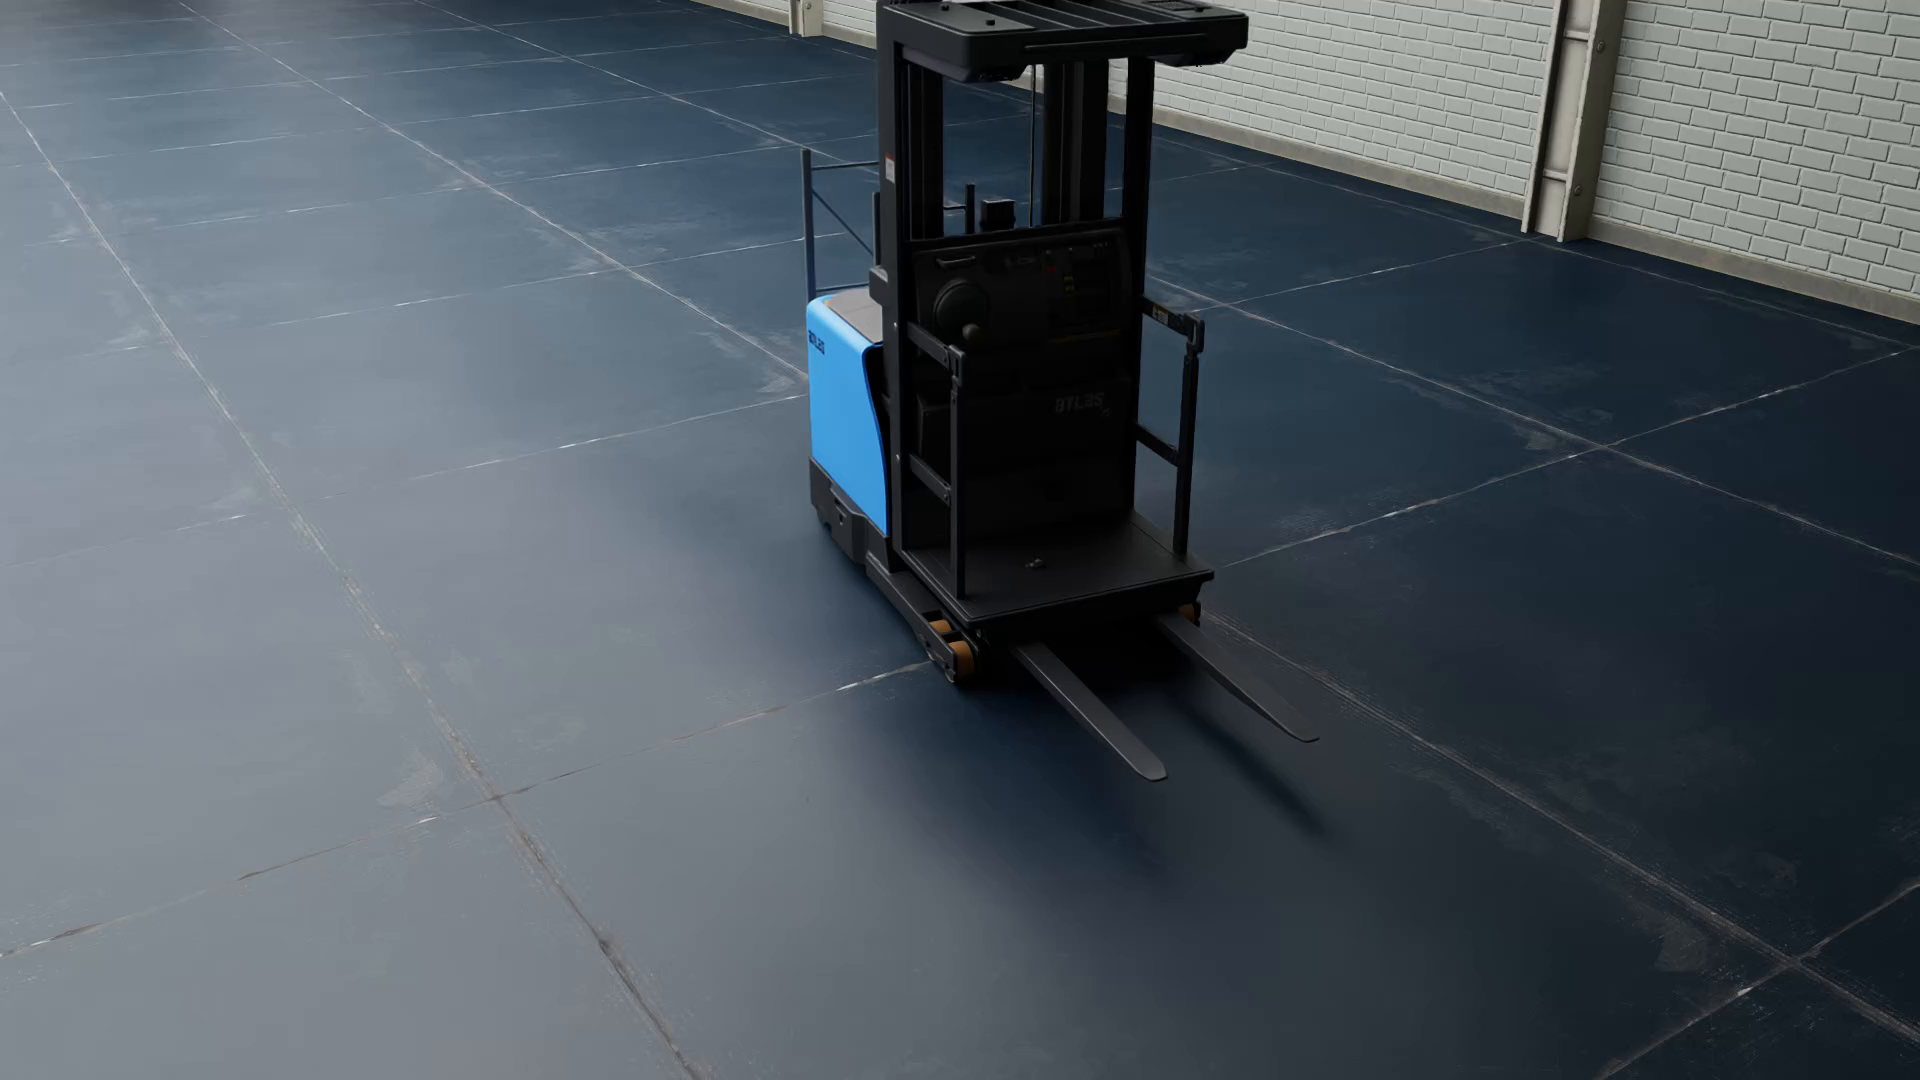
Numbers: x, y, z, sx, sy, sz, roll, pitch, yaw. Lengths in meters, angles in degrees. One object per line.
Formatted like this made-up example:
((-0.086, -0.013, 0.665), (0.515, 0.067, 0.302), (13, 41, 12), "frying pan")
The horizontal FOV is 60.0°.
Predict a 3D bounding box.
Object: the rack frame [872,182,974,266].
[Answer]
((-0.168, -0.949, 8.003), (0.500, 1.500, 0.032), (-11, 27, -21), "rack frame")

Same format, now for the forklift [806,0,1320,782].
((0.338, -0.971, 6.373), (1.130, 2.935, 3.031), (-11, 27, -21), "forklift")

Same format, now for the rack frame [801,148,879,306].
((-0.576, -1.346, 8.845), (0.500, 1.500, 0.032), (-11, 27, -21), "rack frame")

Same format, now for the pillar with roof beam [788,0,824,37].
((-5.614, -9.699, 17.754), (9.100, 9.000, 0.400), (-16, 29, -30), "pillar with roof beam")

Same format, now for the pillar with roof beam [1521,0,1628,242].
((0.937, -5.407, 8.662), (9.100, 9.000, 0.400), (-16, 29, -30), "pillar with roof beam")

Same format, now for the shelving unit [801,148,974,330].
((-0.372, -1.148, 8.424), (0.538, 1.500, 1.048), (-11, 27, -21), "shelving unit")
